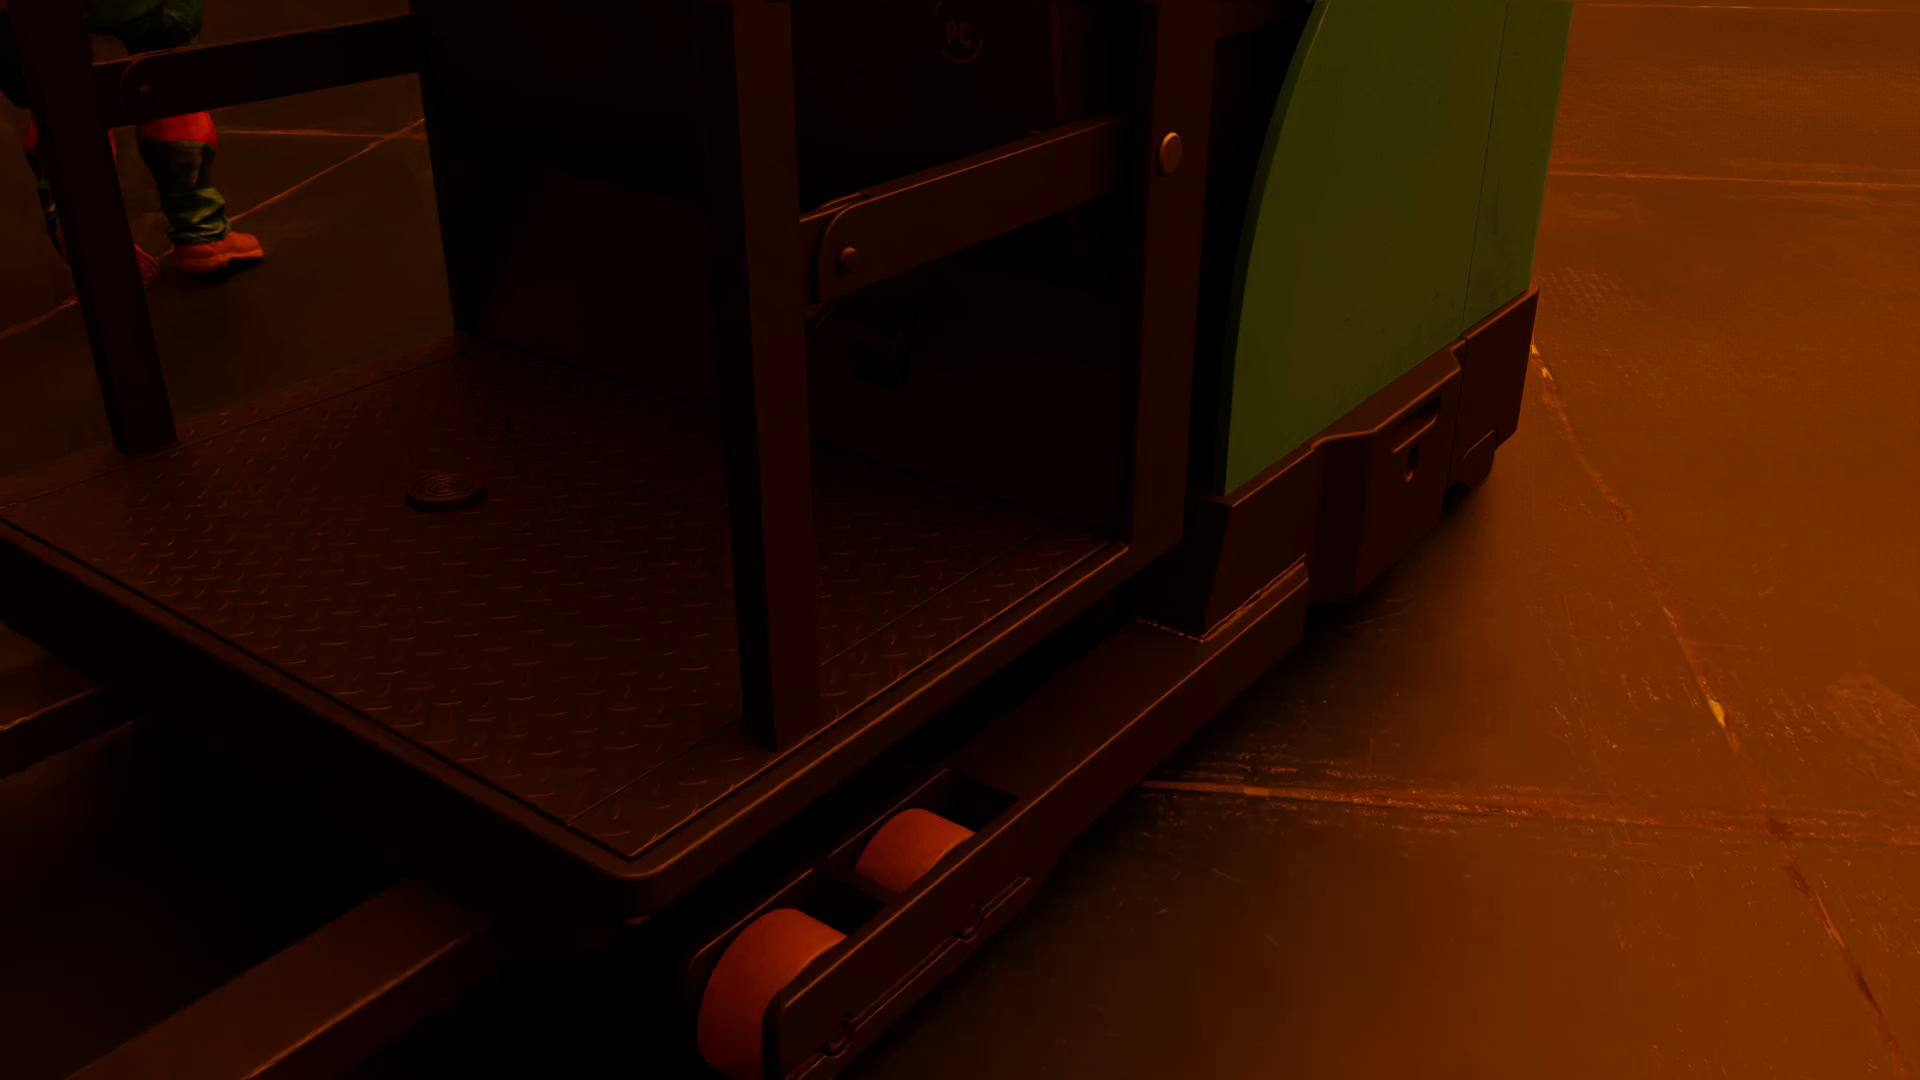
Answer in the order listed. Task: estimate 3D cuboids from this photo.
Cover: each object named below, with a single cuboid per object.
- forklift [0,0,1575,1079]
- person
[{"bbox_3d":[-0.380,-1.058,1.337,1.130,2.935,3.031,19,32,33],"label":"forklift"},{"bbox_3d":[-1.709,-1.277,3.399,0.788,1.483,1.021,-4,27,-9],"label":"person"}]
